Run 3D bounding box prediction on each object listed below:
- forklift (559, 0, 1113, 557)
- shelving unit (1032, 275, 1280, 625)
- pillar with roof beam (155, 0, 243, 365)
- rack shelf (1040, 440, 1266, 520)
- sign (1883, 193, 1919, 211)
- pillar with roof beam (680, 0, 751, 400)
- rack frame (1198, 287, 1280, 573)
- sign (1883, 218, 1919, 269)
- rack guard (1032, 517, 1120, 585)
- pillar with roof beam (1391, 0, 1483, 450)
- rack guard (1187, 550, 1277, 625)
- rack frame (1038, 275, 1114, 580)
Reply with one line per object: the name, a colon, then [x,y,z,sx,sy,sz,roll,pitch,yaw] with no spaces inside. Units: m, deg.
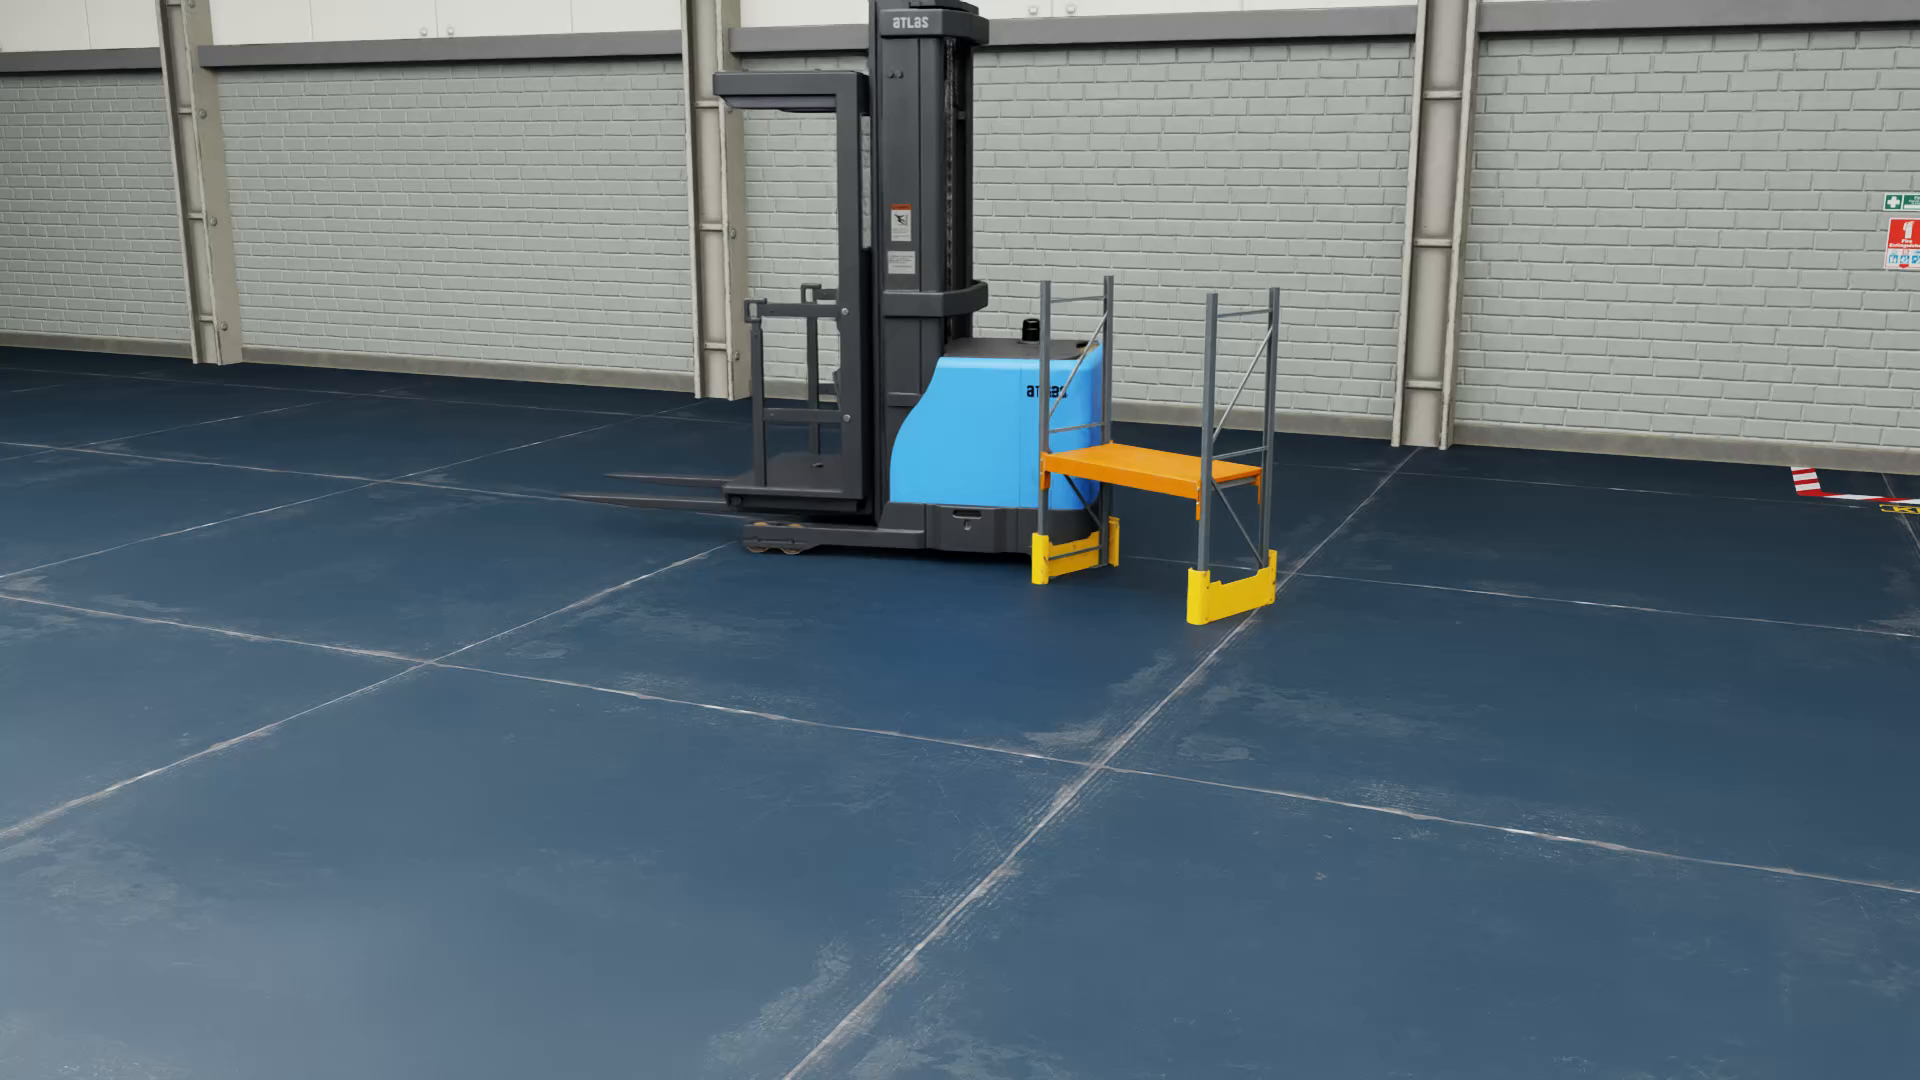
forklift: [-0.704,-1.461,9.067,3.031,2.935,1.130,3,13,12]
shelving unit: [0.935,-0.475,7.994,0.587,1.500,1.083,-12,18,-42]
pillar with roof beam: [-9.311,-5.296,12.124,0.400,9.000,9.100,6,14,23]
rack shelf: [0.929,-0.302,8.041,0.538,0.185,1.000,-12,18,-42]
sign: [6.183,-2.191,10.788,0.331,0.109,0.001,6,14,23]
pillar with roof beam: [-3.826,-4.740,9.758,0.400,9.000,9.100,6,14,23]
rack frame: [1.277,-0.393,7.640,0.500,1.500,0.032,-12,18,-42]
sign: [6.182,-1.935,10.858,0.234,0.329,0.001,6,14,23]
rack guard: [0.595,0.051,8.490,0.587,0.250,0.087,-12,18,-42]
pillar with roof beam: [1.660,-4.185,7.392,0.400,9.000,9.100,6,14,23]
rack guard: [1.277,0.216,7.783,0.587,0.250,0.087,-12,18,-42]
rack frame: [0.581,-0.561,8.361,0.500,1.500,0.032,-12,18,-42]
